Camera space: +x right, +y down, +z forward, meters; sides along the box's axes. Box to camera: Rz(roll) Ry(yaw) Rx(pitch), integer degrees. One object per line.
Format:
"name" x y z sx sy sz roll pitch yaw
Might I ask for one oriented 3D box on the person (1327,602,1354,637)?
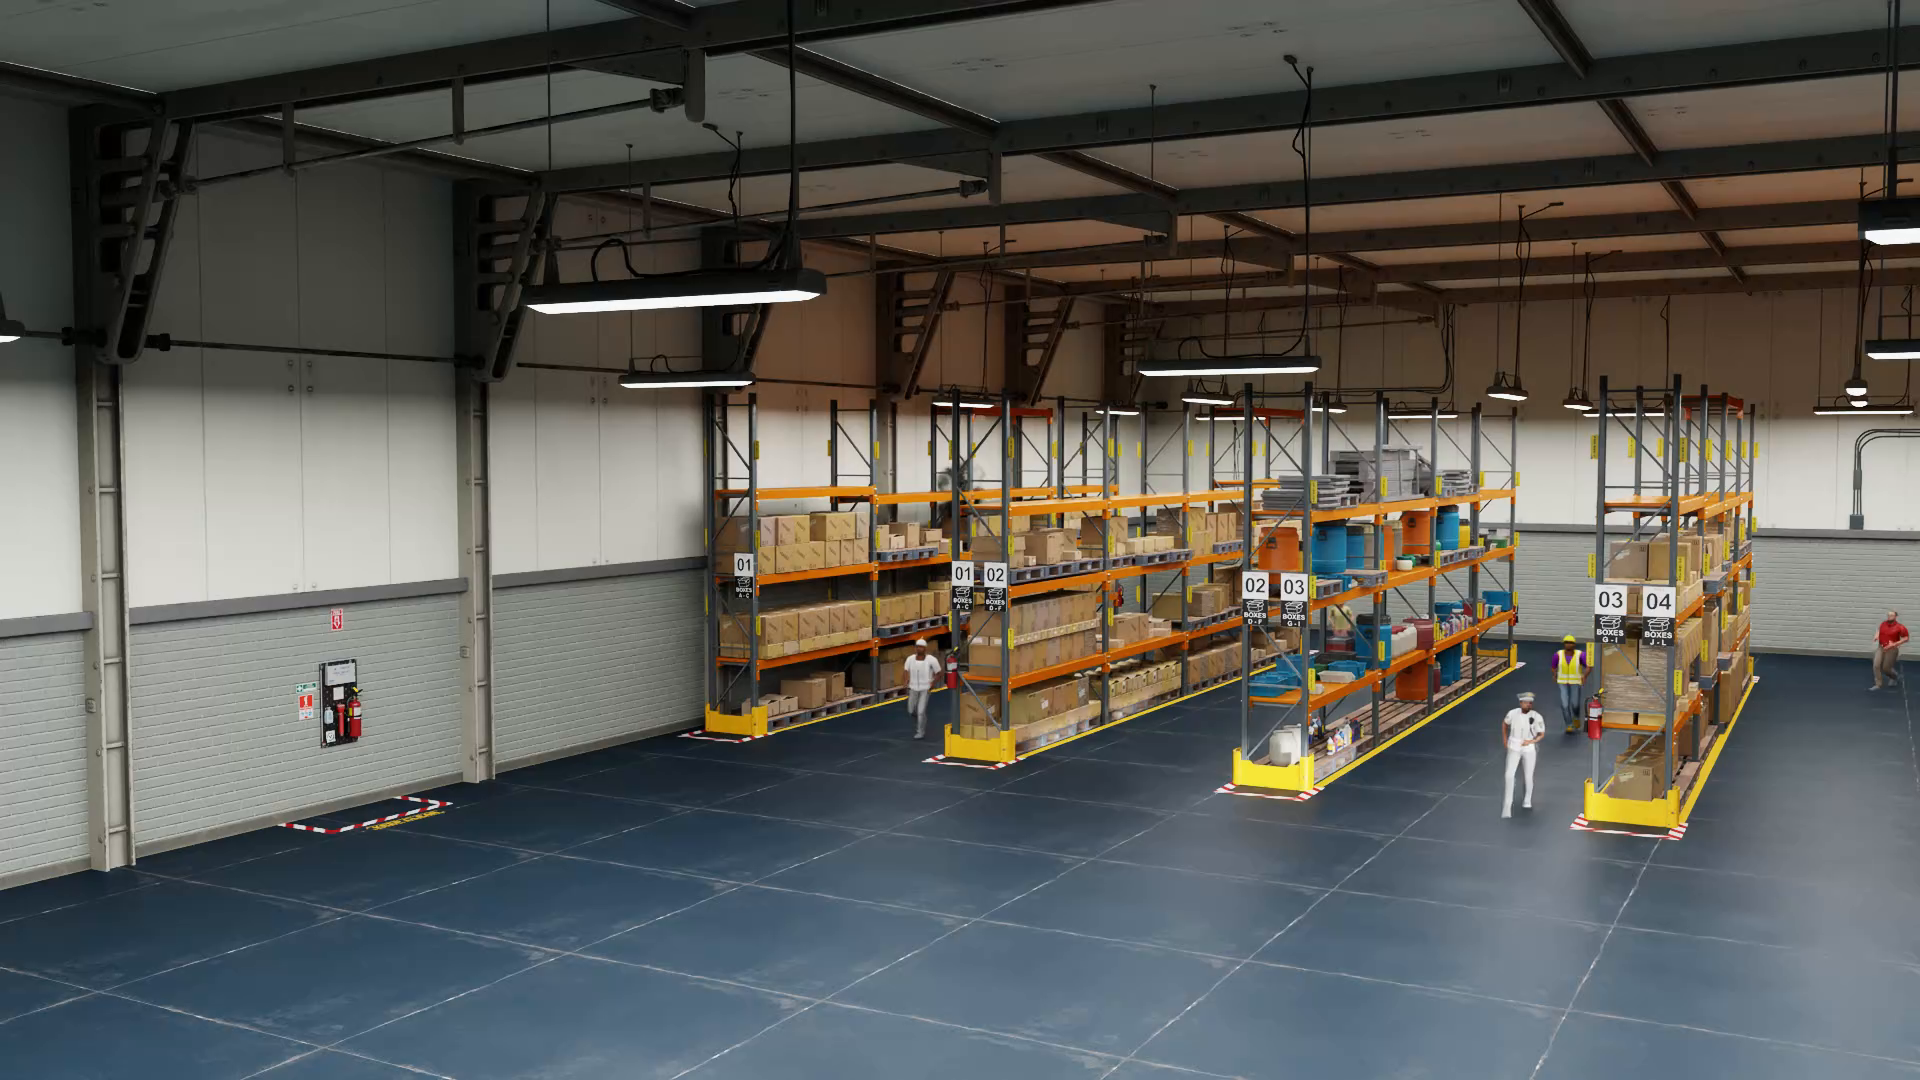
"person" 8.807 2.093 38.572 0.580 1.632 0.562 1 3 21

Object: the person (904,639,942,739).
"person" -0.664 2.578 28.897 0.695 1.720 0.596 1 3 16

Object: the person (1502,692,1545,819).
"person" 7.737 2.935 22.874 0.564 1.727 0.803 1 3 22

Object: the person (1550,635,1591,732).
"person" 10.782 2.544 29.416 0.674 1.721 0.569 2 3 28

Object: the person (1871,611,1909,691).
"person" 19.399 2.309 34.642 0.698 1.682 0.703 -1 3 -26
